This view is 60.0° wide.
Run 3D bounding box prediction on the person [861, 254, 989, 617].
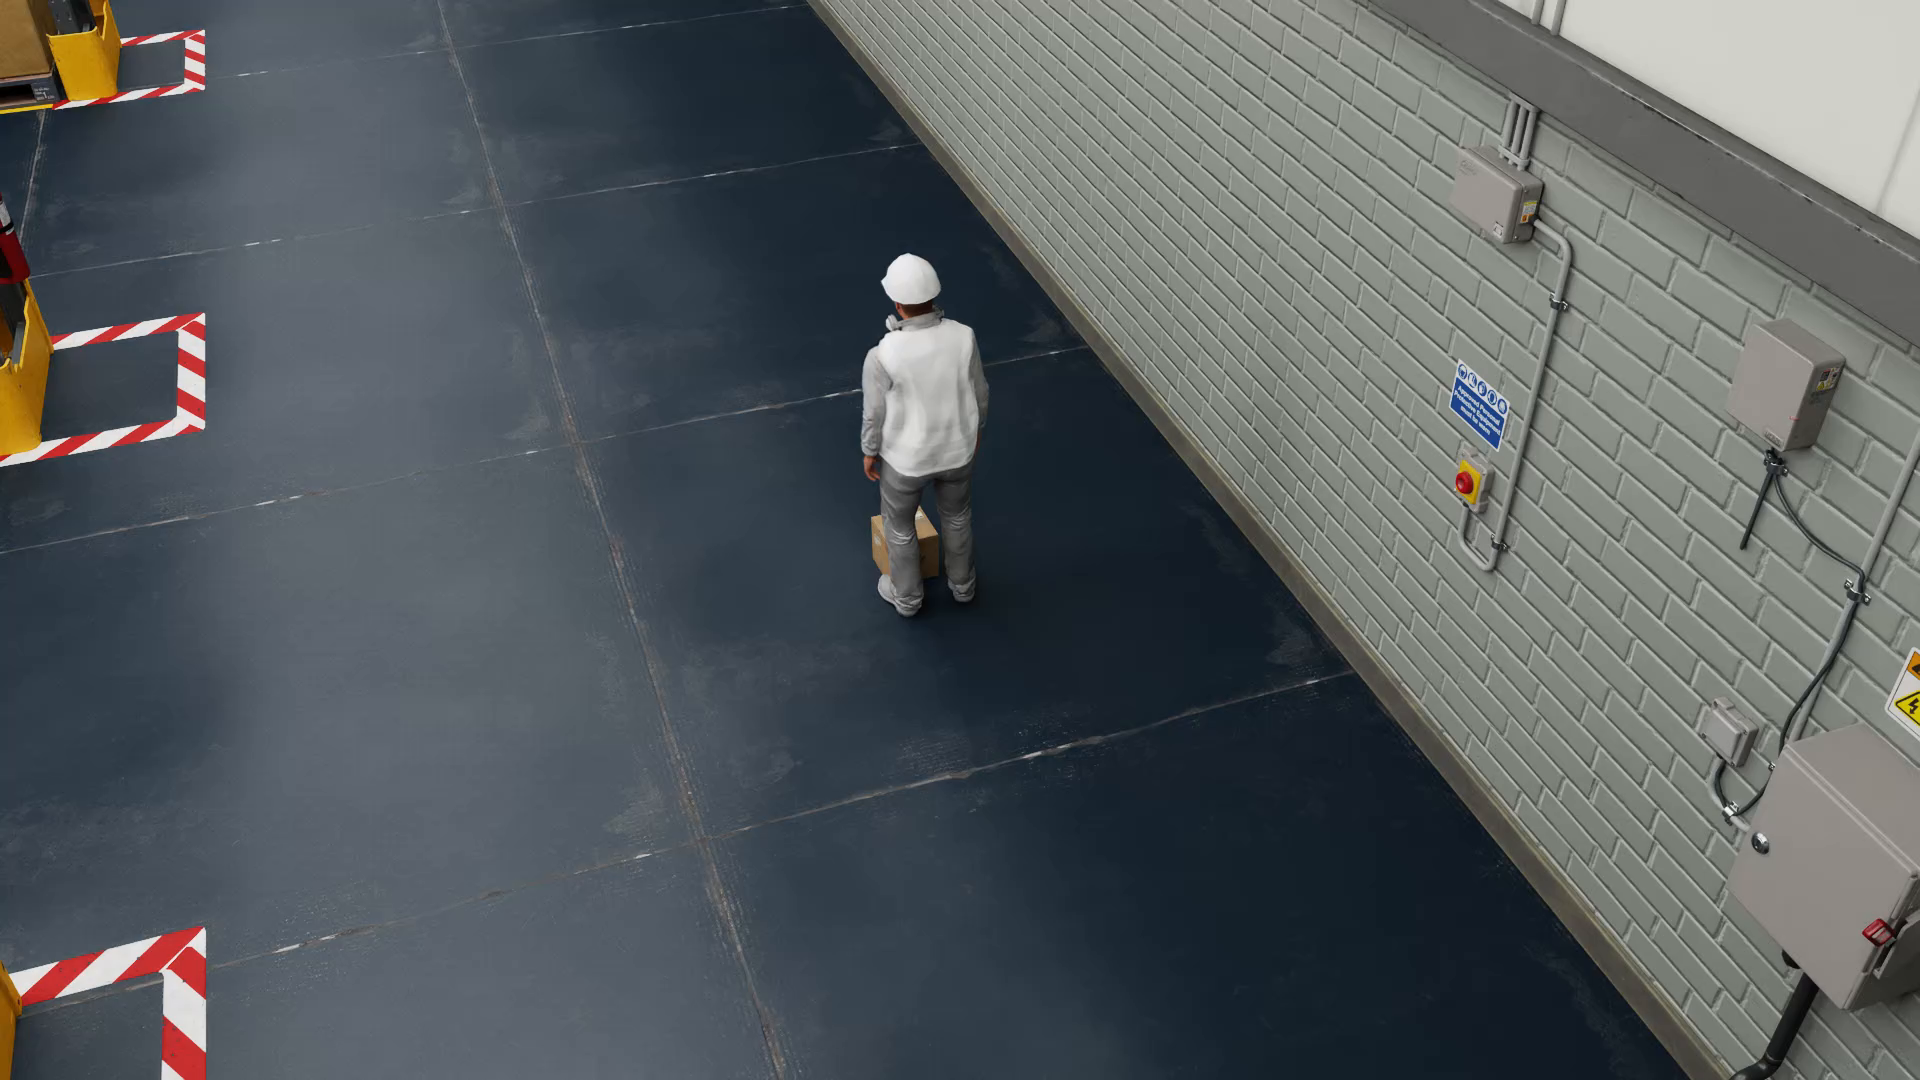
[{"bbox_3d":[-0.157,-0.426,7.319,0.580,1.771,0.461,-14,40,-17],"label":"person"}]
